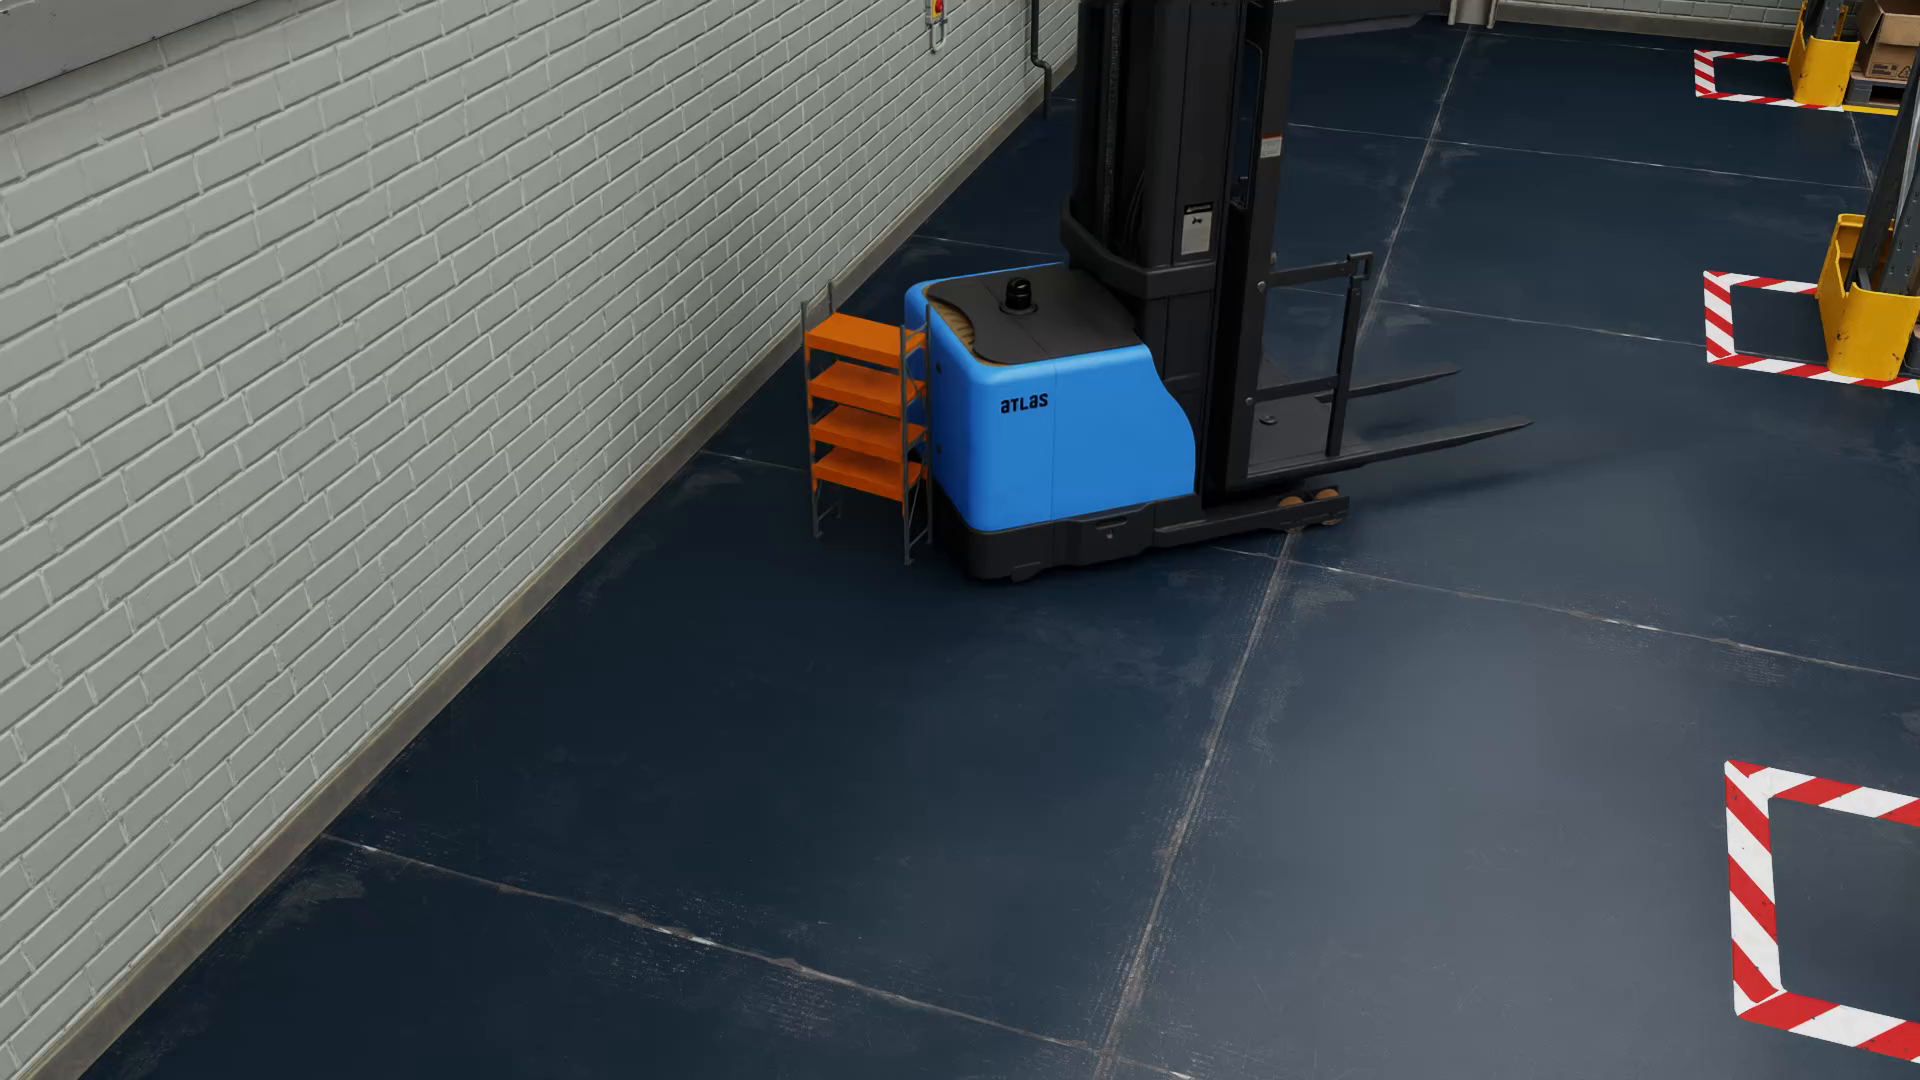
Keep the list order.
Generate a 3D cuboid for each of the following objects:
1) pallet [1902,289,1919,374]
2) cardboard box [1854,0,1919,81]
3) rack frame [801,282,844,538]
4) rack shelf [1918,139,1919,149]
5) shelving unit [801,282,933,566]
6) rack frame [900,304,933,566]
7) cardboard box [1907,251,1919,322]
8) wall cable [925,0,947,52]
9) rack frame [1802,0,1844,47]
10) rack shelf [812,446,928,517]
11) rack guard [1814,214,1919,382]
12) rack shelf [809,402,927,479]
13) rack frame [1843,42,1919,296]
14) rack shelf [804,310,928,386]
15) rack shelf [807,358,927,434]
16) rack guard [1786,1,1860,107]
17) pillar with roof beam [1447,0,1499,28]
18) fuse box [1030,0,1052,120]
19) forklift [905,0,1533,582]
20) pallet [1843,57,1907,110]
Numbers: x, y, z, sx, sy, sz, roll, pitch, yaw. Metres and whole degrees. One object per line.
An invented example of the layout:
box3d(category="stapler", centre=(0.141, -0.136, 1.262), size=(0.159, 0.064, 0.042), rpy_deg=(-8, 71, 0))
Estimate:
box3d(category="pallet", centre=(5.950, -1.162, 9.355), size=(1.213, 0.211, 1.003), rpy_deg=(11, 34, 16))
box3d(category="cardboard box", centre=(7.386, -3.942, 13.005), size=(0.637, 0.503, 0.797), rpy_deg=(10, 34, 15))
box3d(category="rack frame", centre=(-0.619, -0.570, 7.527), size=(0.015, 1.200, 0.240), rpy_deg=(16, 36, 23))
box3d(category="rack shelf", centre=(7.054, -1.771, 8.391), size=(4.000, 0.370, 1.077), rpy_deg=(11, 34, 16))
box3d(category="shelving unit", centre=(-0.404, -0.508, 7.431), size=(0.503, 1.200, 0.258), rpy_deg=(16, 36, 23))
box3d(category="rack frame", centre=(-0.189, -0.446, 7.334), size=(0.015, 1.200, 0.240), rpy_deg=(16, 36, 23))
box3d(category="cardboard box", centre=(5.826, -1.470, 9.236), size=(0.875, 0.438, 0.875), rpy_deg=(10, 34, 15))
box3d(category="wall cable", centre=(-0.145, -3.899, 10.059), size=(0.123, 1.953, 0.585), rpy_deg=(11, 34, 16))
box3d(category="rack frame", centre=(6.842, -4.975, 12.690), size=(0.127, 3.000, 1.000), rpy_deg=(11, 34, 16))
box3d(category="rack shelf", centre=(-0.404, -0.285, 7.575), size=(0.480, 0.148, 0.258), rpy_deg=(16, 36, 23))
box3d(category="rack guard", centre=(5.149, -1.394, 9.448), size=(0.348, 0.500, 1.175), rpy_deg=(11, 34, 16))
box3d(category="rack shelf", centre=(-0.404, -0.452, 7.467), size=(0.480, 0.148, 0.258), rpy_deg=(16, 36, 23))
box3d(category="rack frame", centre=(5.171, -2.440, 8.763), size=(0.127, 3.000, 1.000), rpy_deg=(11, 34, 16))
box3d(category="rack shelf", centre=(-0.404, -0.838, 7.218), size=(0.480, 0.148, 0.258), rpy_deg=(16, 36, 23))
box3d(category="rack shelf", centre=(-0.404, -0.639, 7.346), size=(0.480, 0.148, 0.258), rpy_deg=(16, 36, 23))
box3d(category="rack guard", centre=(6.914, -3.911, 13.346), size=(0.348, 0.500, 1.175), rpy_deg=(11, 34, 16))
box3d(category="pillar with roof beam", centre=(3.156, -6.251, 9.135), size=(0.400, 9.000, 9.100), rpy_deg=(11, 34, 16))
box3d(category="fuse box", centre=(0.701, -3.964, 12.312), size=(0.414, 1.711, 0.539), rpy_deg=(11, 34, 16))
box3d(category="forklift", centre=(1.307, -1.525, 7.410), size=(3.031, 2.935, 1.130), rpy_deg=(-11, 34, -16))
box3d(category="pallet", centre=(7.665, -3.644, 13.199), size=(1.213, 0.211, 1.003), rpy_deg=(11, 34, 16))
